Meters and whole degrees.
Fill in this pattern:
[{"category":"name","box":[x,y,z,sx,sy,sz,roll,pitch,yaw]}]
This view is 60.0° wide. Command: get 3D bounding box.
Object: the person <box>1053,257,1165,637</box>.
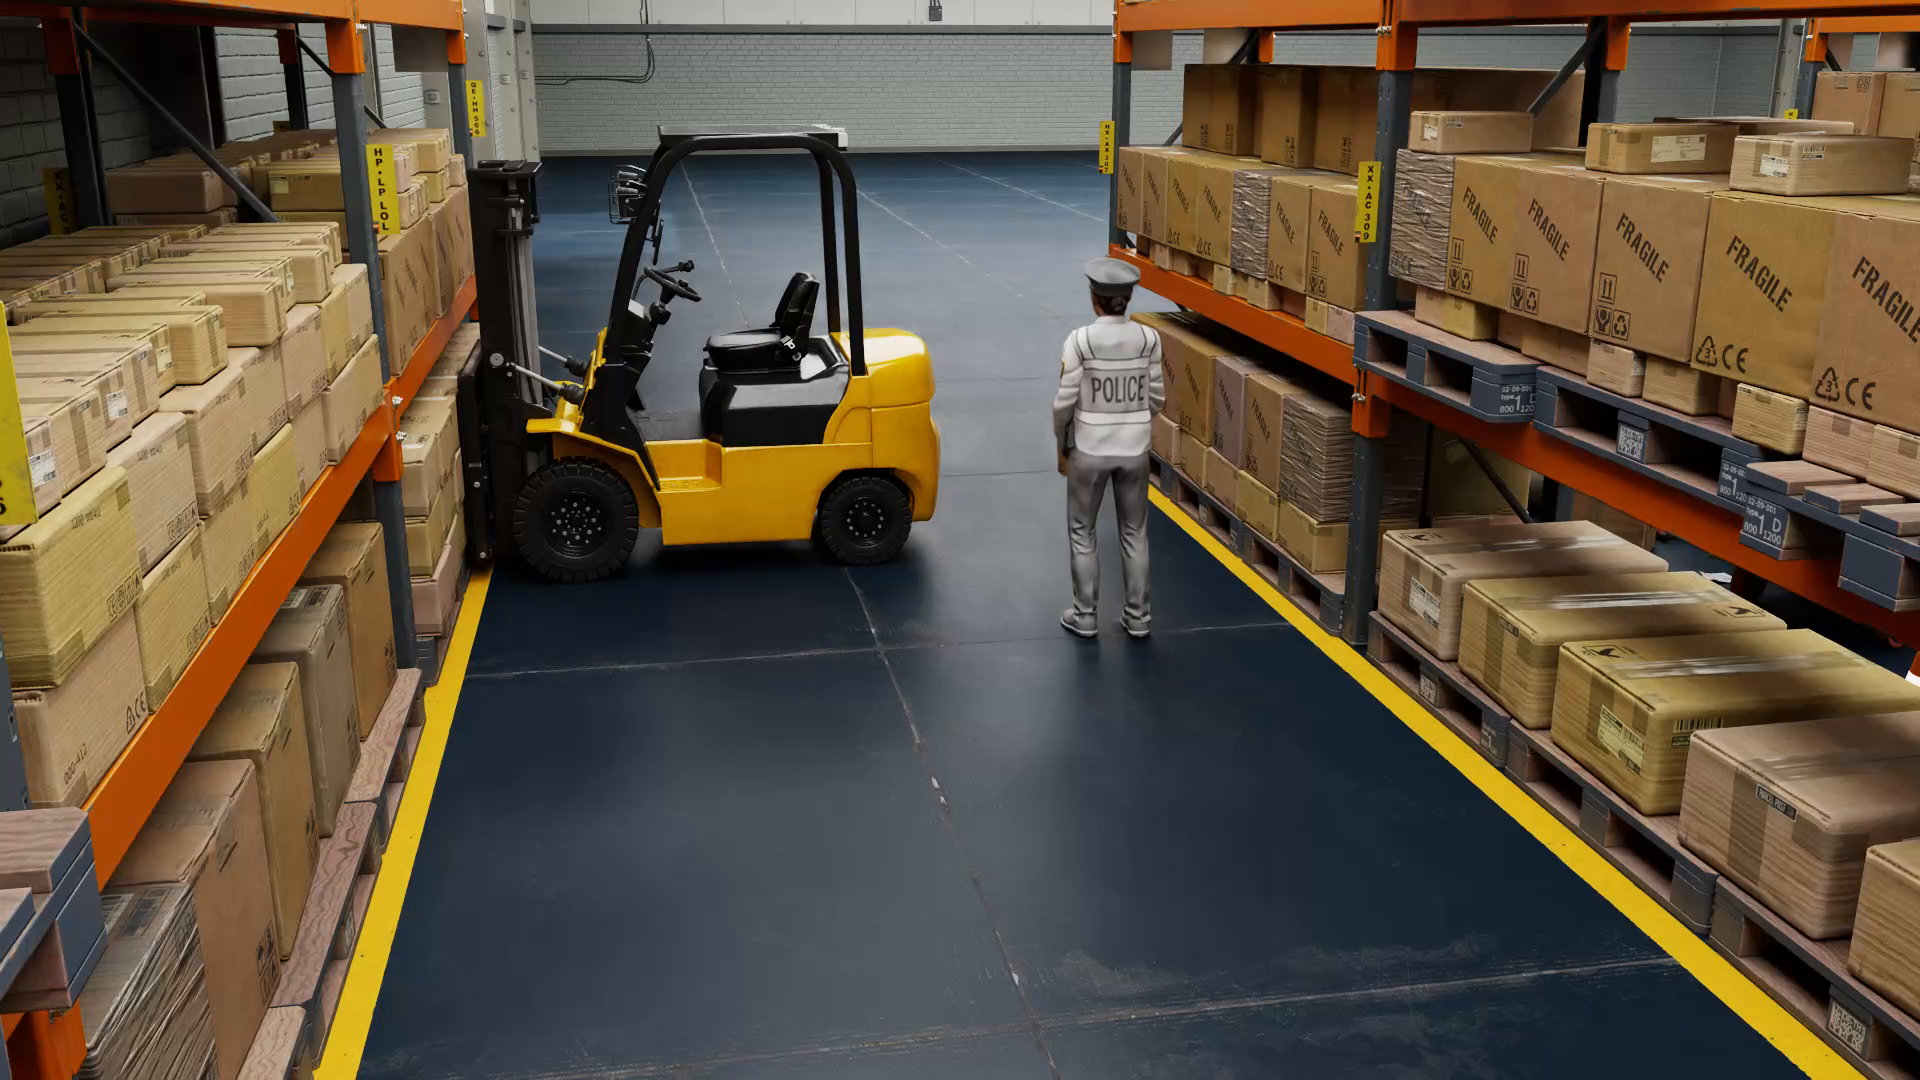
[{"category":"person","box":[0.639,-0.386,7.318,0.498,1.674,0.425,-3,17,-11]}]
